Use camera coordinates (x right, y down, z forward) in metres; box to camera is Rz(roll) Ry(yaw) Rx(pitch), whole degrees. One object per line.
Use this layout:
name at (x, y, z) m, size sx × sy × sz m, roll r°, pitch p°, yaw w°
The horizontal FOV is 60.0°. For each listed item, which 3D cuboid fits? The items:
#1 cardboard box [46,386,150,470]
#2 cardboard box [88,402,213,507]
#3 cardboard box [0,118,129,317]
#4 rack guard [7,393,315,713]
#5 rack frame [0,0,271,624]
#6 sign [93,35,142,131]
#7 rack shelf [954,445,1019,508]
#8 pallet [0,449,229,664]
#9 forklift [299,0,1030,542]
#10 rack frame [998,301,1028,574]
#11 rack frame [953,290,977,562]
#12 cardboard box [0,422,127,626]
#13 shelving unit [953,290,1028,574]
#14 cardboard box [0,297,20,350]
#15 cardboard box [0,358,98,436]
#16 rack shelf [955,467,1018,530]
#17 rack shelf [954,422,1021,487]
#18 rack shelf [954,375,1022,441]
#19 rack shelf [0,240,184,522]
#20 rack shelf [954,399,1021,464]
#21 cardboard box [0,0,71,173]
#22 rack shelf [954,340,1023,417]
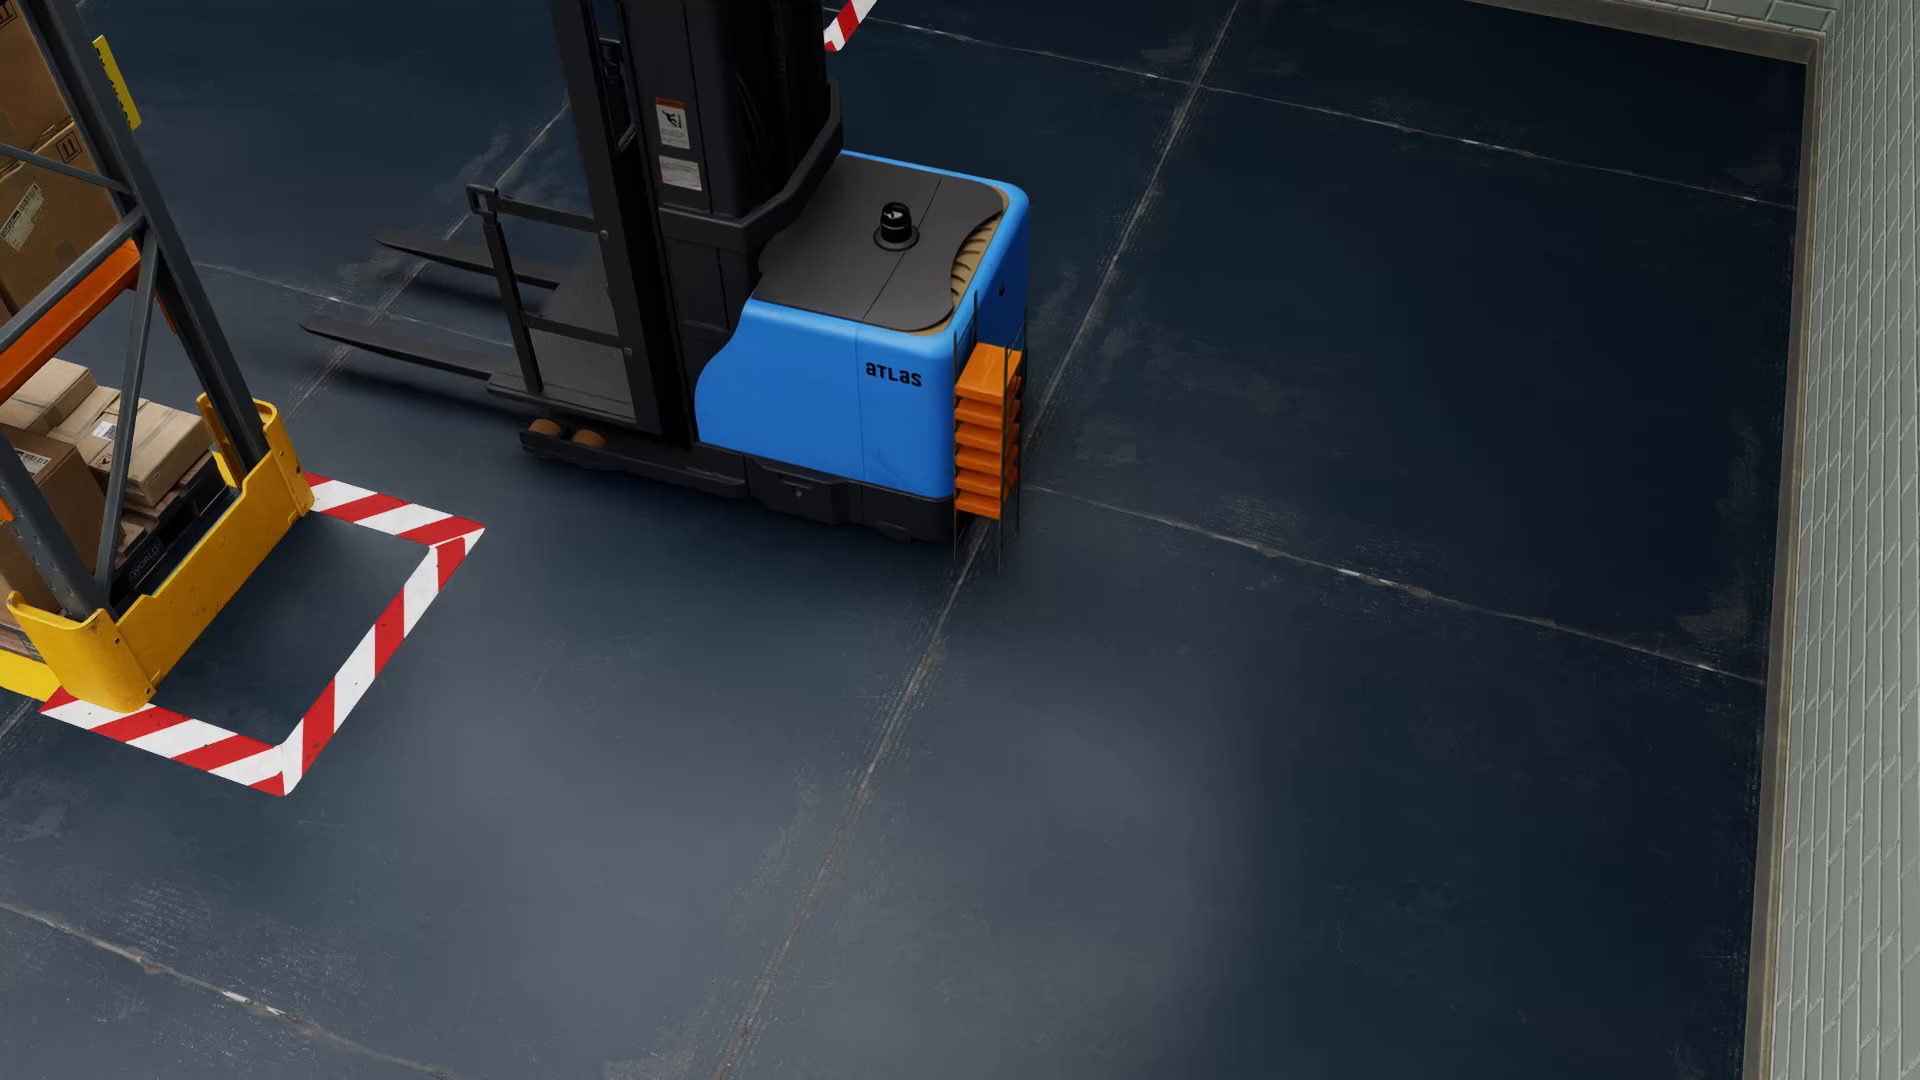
cardboard box at (-3.402, -0.410, 6.570) m, size 0.250 × 0.166 × 0.380 m, roll 16°, pitch 51°, yaw 13°
cardboard box at (-3.168, -0.338, 6.520) m, size 0.250 × 0.149 × 0.380 m, roll 16°, pitch 51°, yaw 13°
cardboard box at (-3.219, -1.111, 5.528) m, size 0.500 × 0.500 × 0.500 m, roll 17°, pitch 51°, yaw 14°
rack guard at (-2.966, 0.024, 6.265) m, size 0.348 × 0.500 × 1.175 m, roll 16°, pitch 51°, yaw 13°
rack frame at (-2.894, -0.775, 5.303) m, size 0.127 × 3.000 × 1.000 m, roll 16°, pitch 51°, yaw 13°
sign at (-2.706, -1.443, 5.309) m, size 0.005 × 0.325 × 0.100 m, roll 16°, pitch 51°, yaw 13°
rack shelf at (0.106, -0.261, 6.266) m, size 0.180 × 0.103 × 0.258 m, roll 15°, pitch 51°, yaw 12°
pallet at (-3.714, -0.089, 6.555) m, size 1.213 × 0.211 × 1.003 m, roll 16°, pitch 51°, yaw 13°
forklift at (-1.293, -1.618, 6.079) m, size 3.031 × 2.935 × 1.130 m, roll 14°, pitch 51°, yaw 12°
rack frame at (0.192, -0.346, 6.122) m, size 0.006 × 1.200 × 0.240 m, roll 15°, pitch 51°, yaw 12°
rack frame at (0.019, -0.391, 6.162) m, size 0.006 × 1.200 × 0.240 m, roll 15°, pitch 51°, yaw 12°
cardboard box at (-3.490, -0.068, 6.054) m, size 0.500 × 0.500 × 0.500 m, roll 16°, pitch 51°, yaw 13°
shelving unit at (0.106, -0.369, 6.142) m, size 0.189 × 1.200 × 0.258 m, roll 15°, pitch 51°, yaw 12°
cardboard box at (-3.409, -0.732, 5.200) m, size 0.500 × 0.500 × 0.500 m, roll 17°, pitch 51°, yaw 14°
cardboard box at (-3.775, -0.493, 6.587) m, size 0.500 × 0.250 × 0.500 m, roll 16°, pitch 51°, yaw 13°
rack shelf at (0.106, -0.182, 6.357) m, size 0.180 × 0.103 × 0.258 m, roll 15°, pitch 51°, yaw 12°
rack shelf at (0.106, -0.339, 6.176) m, size 0.180 × 0.103 × 0.258 m, roll 15°, pitch 51°, yaw 12°
rack shelf at (0.106, -0.497, 5.994) m, size 0.180 × 0.103 × 0.258 m, roll 15°, pitch 51°, yaw 12°
rack shelf at (-4.770, -1.063, 6.029) m, size 4.000 × 0.370 × 1.077 m, roll 16°, pitch 51°, yaw 13°
rack shelf at (0.106, -0.418, 6.085) m, size 0.180 × 0.103 × 0.258 m, roll 15°, pitch 51°, yaw 12°
cardboard box at (-3.219, -1.438, 5.150) m, size 0.500 × 0.500 × 0.500 m, roll 17°, pitch 51°, yaw 14°
rack shelf at (0.106, -0.575, 5.904) m, size 0.180 × 0.103 × 0.258 m, roll 15°, pitch 51°, yaw 12°
